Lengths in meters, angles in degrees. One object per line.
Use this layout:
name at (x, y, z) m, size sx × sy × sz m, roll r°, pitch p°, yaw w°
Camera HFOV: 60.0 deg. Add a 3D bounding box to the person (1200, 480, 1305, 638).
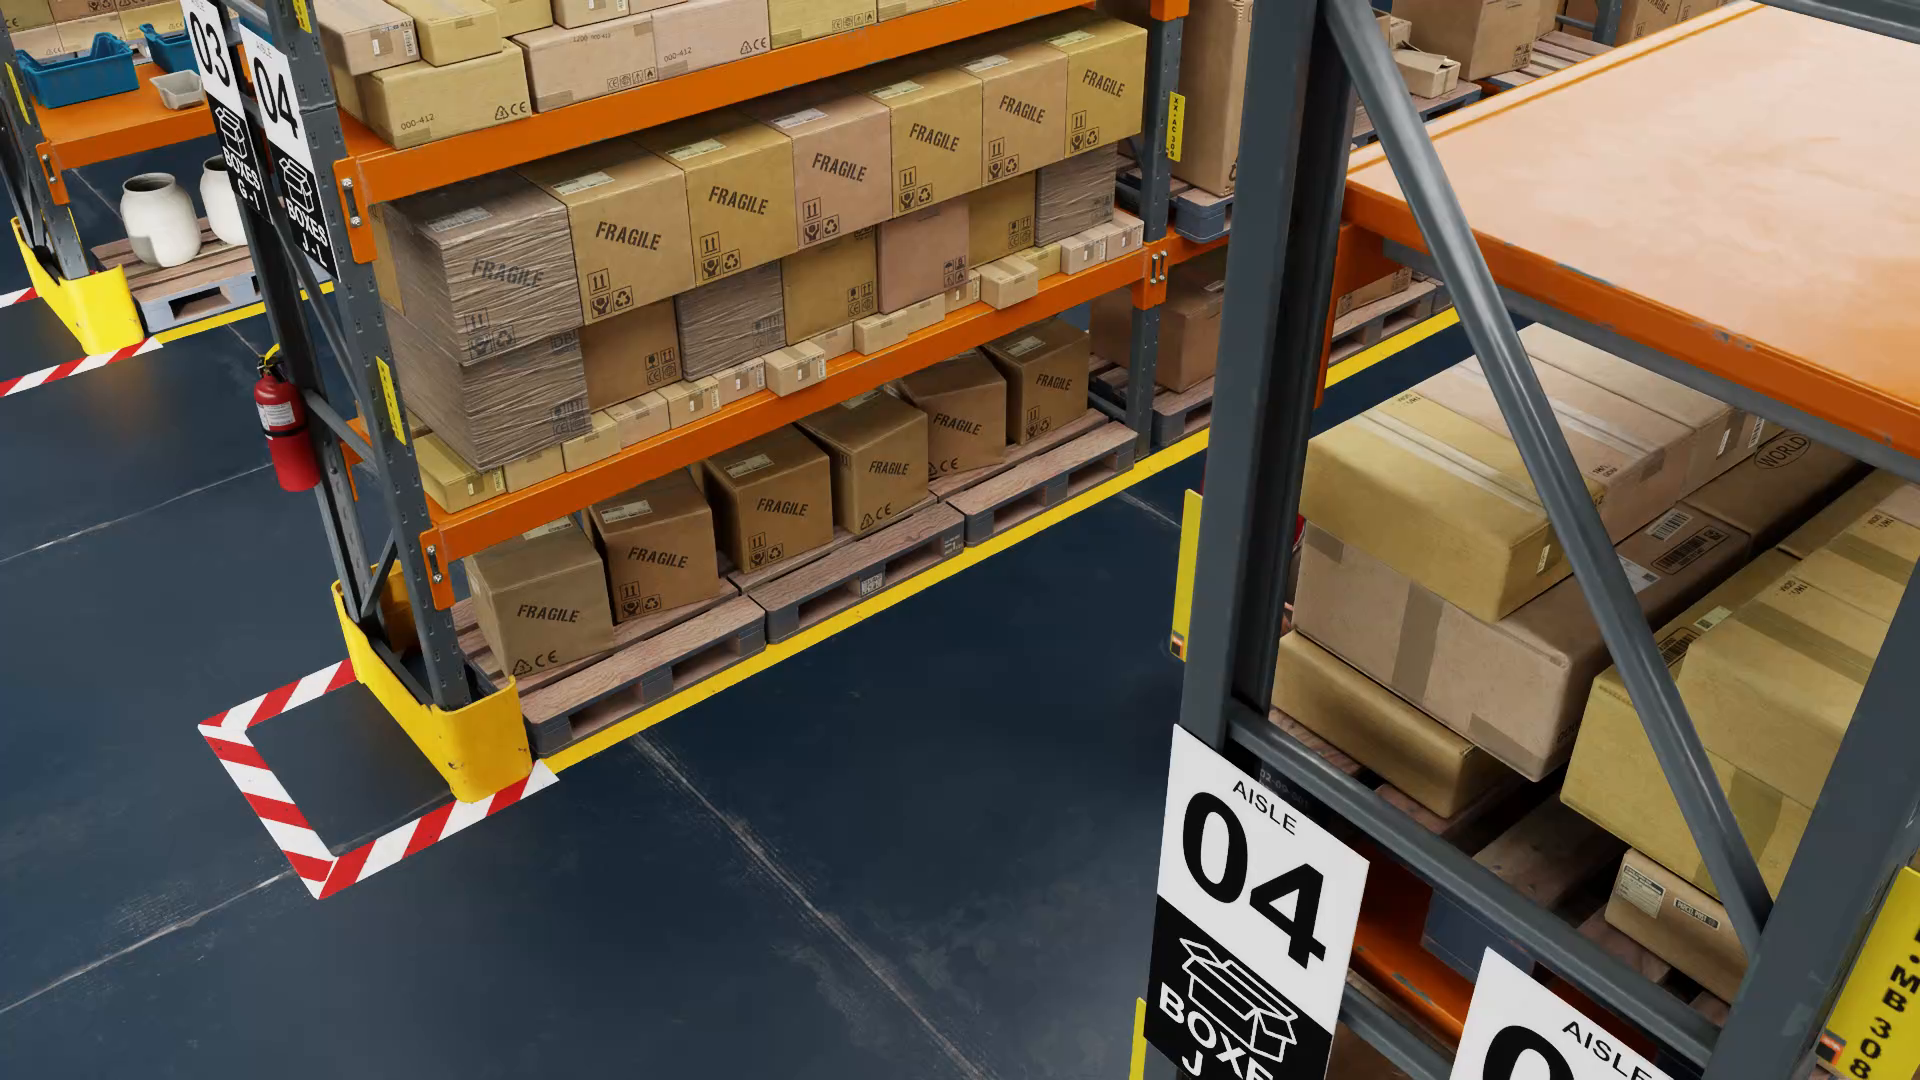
person at (1.281, 0.089, 6.907) m, size 0.458 × 1.656 × 0.736 m, roll 30°, pitch 45°, yaw 35°
